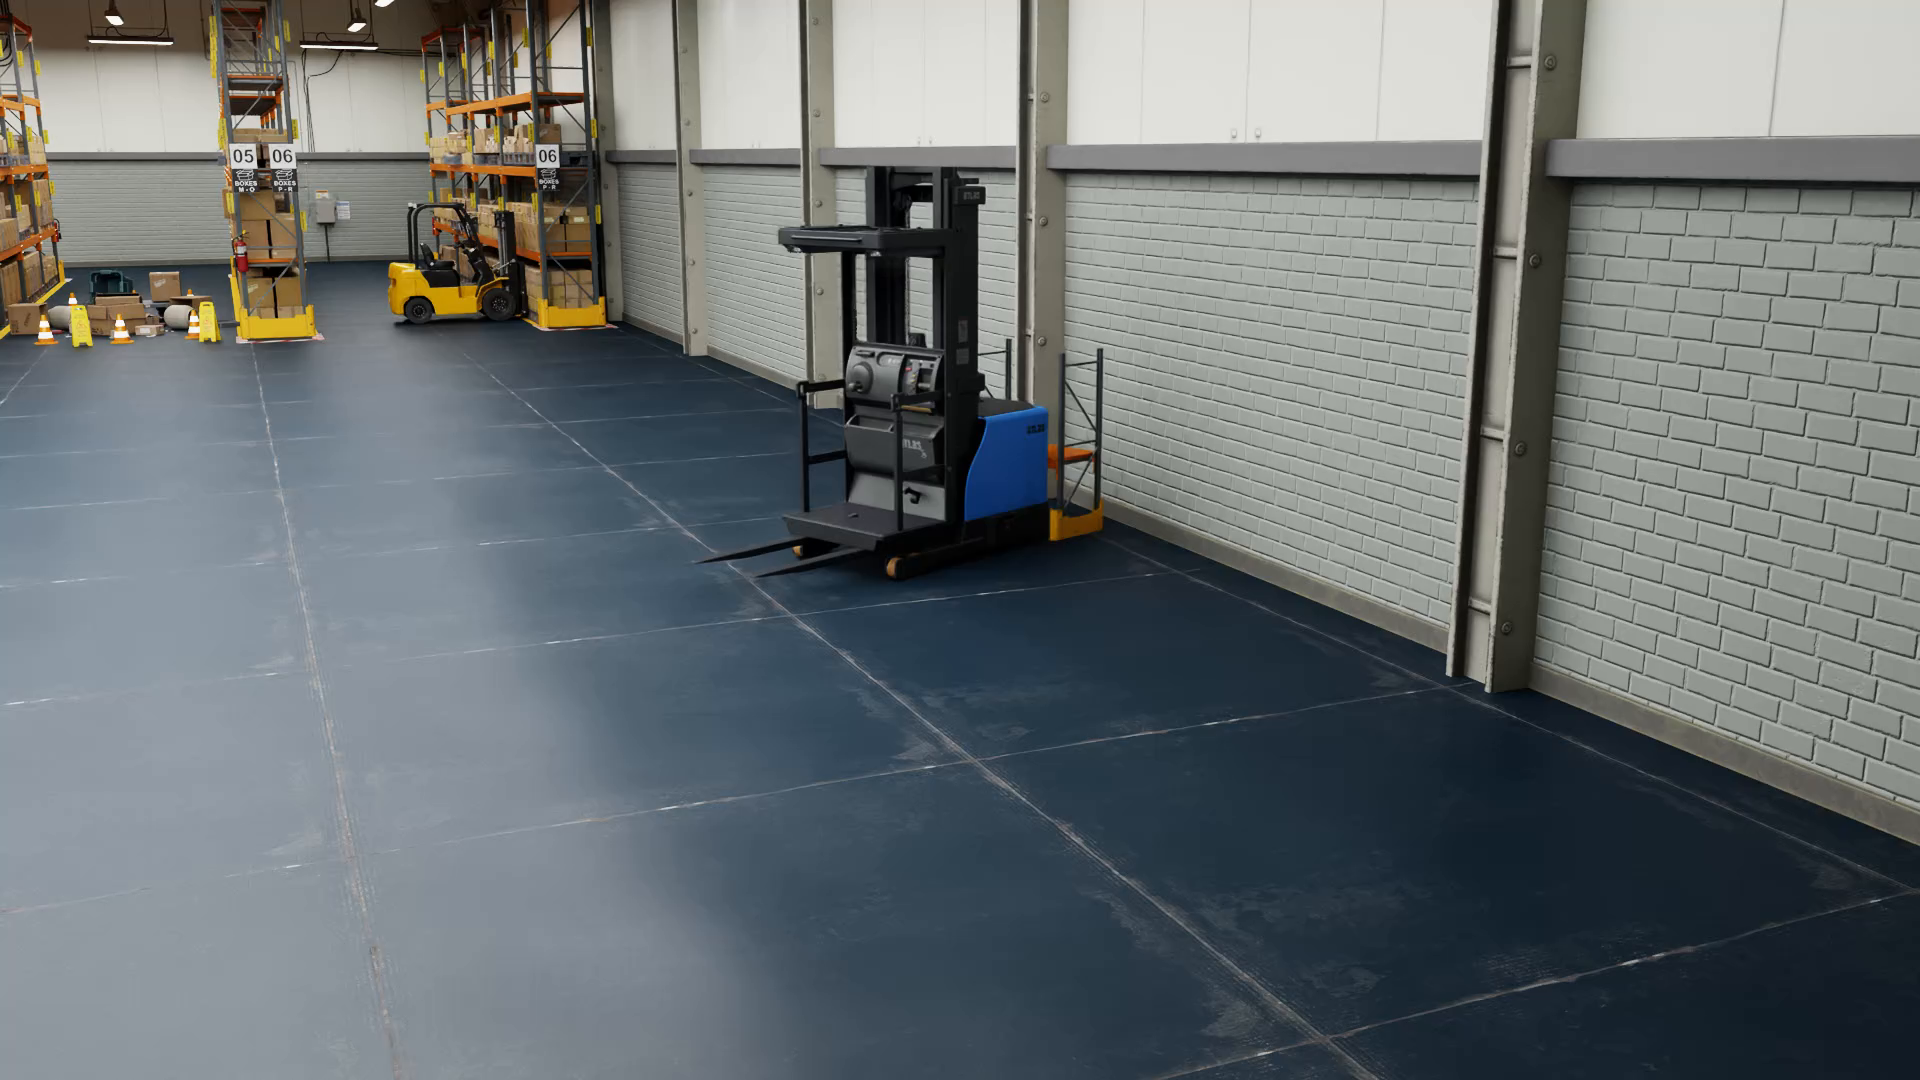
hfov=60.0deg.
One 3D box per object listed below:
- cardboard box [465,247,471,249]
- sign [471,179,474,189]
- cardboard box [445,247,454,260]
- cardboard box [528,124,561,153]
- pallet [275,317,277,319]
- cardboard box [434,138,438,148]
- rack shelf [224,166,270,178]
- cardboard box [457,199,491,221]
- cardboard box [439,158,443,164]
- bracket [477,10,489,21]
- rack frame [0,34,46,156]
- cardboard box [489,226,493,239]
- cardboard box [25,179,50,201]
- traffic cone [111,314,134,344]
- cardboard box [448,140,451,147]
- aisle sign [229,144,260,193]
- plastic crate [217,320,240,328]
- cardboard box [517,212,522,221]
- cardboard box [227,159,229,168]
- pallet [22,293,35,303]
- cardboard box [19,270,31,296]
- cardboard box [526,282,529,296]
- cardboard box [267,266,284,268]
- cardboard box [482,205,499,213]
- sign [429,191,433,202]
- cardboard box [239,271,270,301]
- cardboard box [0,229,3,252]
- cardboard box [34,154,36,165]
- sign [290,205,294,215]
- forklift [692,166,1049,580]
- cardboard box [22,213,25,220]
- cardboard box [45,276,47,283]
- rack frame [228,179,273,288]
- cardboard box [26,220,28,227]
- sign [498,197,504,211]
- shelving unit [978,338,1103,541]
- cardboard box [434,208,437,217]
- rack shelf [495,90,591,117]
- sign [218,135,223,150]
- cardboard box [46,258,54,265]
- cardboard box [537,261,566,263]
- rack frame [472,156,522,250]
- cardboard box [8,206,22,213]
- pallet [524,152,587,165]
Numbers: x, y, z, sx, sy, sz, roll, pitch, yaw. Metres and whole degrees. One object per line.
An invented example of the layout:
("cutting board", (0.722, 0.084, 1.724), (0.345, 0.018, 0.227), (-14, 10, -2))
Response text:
("cardboard box", (-11.660, -6.950, 39.918), (0.380, 0.149, 0.250), (-6, 15, -26))
("sign", (-12.941, -9.438, 44.226), (0.100, 0.325, 0.005), (-6, 14, -23))
("cardboard box", (-12.872, -7.227, 42.556), (0.500, 0.500, 0.500), (-5, 14, -22))
("cardboard box", (-7.449, -7.201, 29.803), (0.500, 0.500, 0.500), (-5, 14, -21))
("pallet", (-11.918, -3.747, 29.092), (1.003, 0.211, 1.213), (-6, 14, -23))
("cardboard box", (-13.109, -10.127, 42.384), (0.500, 0.250, 0.500), (-6, 14, -24))
("rack shelf", (-17.203, -8.922, 40.211), (1.077, 0.370, 4.000), (-6, 14, -23))
("cardboard box", (-11.344, -7.711, 38.882), (0.700, 0.500, 0.500), (-6, 14, -23))
("cardboard box", (-12.913, -9.549, 41.881), (0.380, 0.149, 0.250), (-5, 14, -22))
("bracket", (-11.467, -12.631, 40.005), (0.235, 0.232, 0.430), (-6, 14, -23))
("rack frame", (-22.499, -10.679, 39.555), (1.000, 3.000, 0.127), (-6, 14, -23))
("cardboard box", (-9.683, -6.516, 35.206), (0.500, 0.250, 0.500), (-5, 14, -21))
("cardboard box", (-22.088, -8.365, 39.762), (0.500, 0.500, 0.500), (-6, 14, -24))
("traffic cone", (-13.830, -3.485, 27.400), (0.336, 0.463, 0.334), (-6, 14, -23))
("cardboard box", (-11.902, -9.378, 39.330), (0.380, 0.149, 0.250), (-6, 14, -24))
("aisle sign", (-11.836, -6.146, 27.509), (0.394, 0.787, 0.004), (-6, 14, -23))
("plastic crate", (-13.319, -3.924, 30.149), (0.402, 0.080, 0.583), (-12, 18, -42))
("cardboard box", (-8.277, -6.202, 31.856), (0.380, 0.149, 0.250), (-6, 14, -25))
("cardboard box", (-12.861, -6.723, 29.672), (0.380, 0.149, 0.250), (-6, 14, -24))
("pallet", (-19.606, -4.907, 34.102), (1.003, 0.211, 1.213), (-6, 14, -23))
("cardboard box", (-19.344, -5.260, 34.055), (0.500, 0.500, 0.500), (-6, 14, -25))
("cardboard box", (-7.947, -4.758, 31.334), (0.500, 0.250, 0.500), (-6, 14, -24))
("cardboard box", (-15.000, -5.891, 35.953), (0.875, 0.875, 0.875), (-6, 14, -23))
("cardboard box", (-10.160, -7.187, 36.111), (0.380, 0.149, 0.250), (-5, 14, -21))
("sign", (-13.955, -9.046, 43.884), (0.100, 0.325, 0.005), (-6, 14, -23))
("cardboard box", (-12.777, -4.612, 30.150), (0.500, 0.500, 0.500), (-5, 14, -20))
("cardboard box", (-17.656, -5.459, 30.082), (0.500, 0.500, 0.500), (-5, 14, -22))
("cardboard box", (-21.049, -8.541, 37.299), (0.500, 0.250, 0.500), (-6, 14, -24))
("sign", (-12.703, -6.218, 31.662), (0.100, 0.325, 0.005), (-6, 14, -23))
("forklift", (-0.639, -1.266, 12.341), (1.130, 2.935, 3.031), (11, 17, 40))
("cardboard box", (-20.136, -6.877, 35.397), (0.380, 0.149, 0.250), (-6, 15, -26))
("cardboard box", (-20.748, -5.850, 37.385), (0.380, 0.149, 0.250), (-6, 14, -25))
("rack frame", (-16.402, -7.398, 38.682), (1.000, 3.000, 0.127), (-6, 14, -23))
("cardboard box", (-20.354, -6.843, 35.909), (0.380, 0.149, 0.250), (-6, 14, -23))
("sign", (-9.144, -6.669, 33.139), (0.100, 0.325, 0.005), (-6, 14, -23))
("shelving unit", (0.601, -0.857, 13.747), (0.587, 1.500, 1.083), (-13, 18, -43))
("cardboard box", (-13.522, -8.627, 43.667), (0.500, 0.250, 0.500), (-6, 14, -23))
("rack shelf", (-7.849, -8.159, 31.146), (1.077, 0.370, 4.000), (-6, 14, -23))
("sign", (-16.910, -9.099, 38.059), (0.100, 0.325, 0.005), (-6, 14, -23))
("cardboard box", (-21.582, -6.567, 39.162), (0.380, 0.149, 0.250), (-5, 14, -21))
("cardboard box", (-8.059, -5.359, 32.821), (0.500, 0.250, 0.500), (-6, 14, -24))
("rack frame", (-10.253, -7.021, 37.052), (1.000, 3.000, 0.127), (-6, 14, -23))
("cardboard box", (-20.036, -6.967, 35.128), (0.380, 0.149, 0.250), (-6, 14, -25))
("pallet", (-7.308, -6.935, 30.224), (1.003, 0.211, 1.213), (-6, 14, -23))
